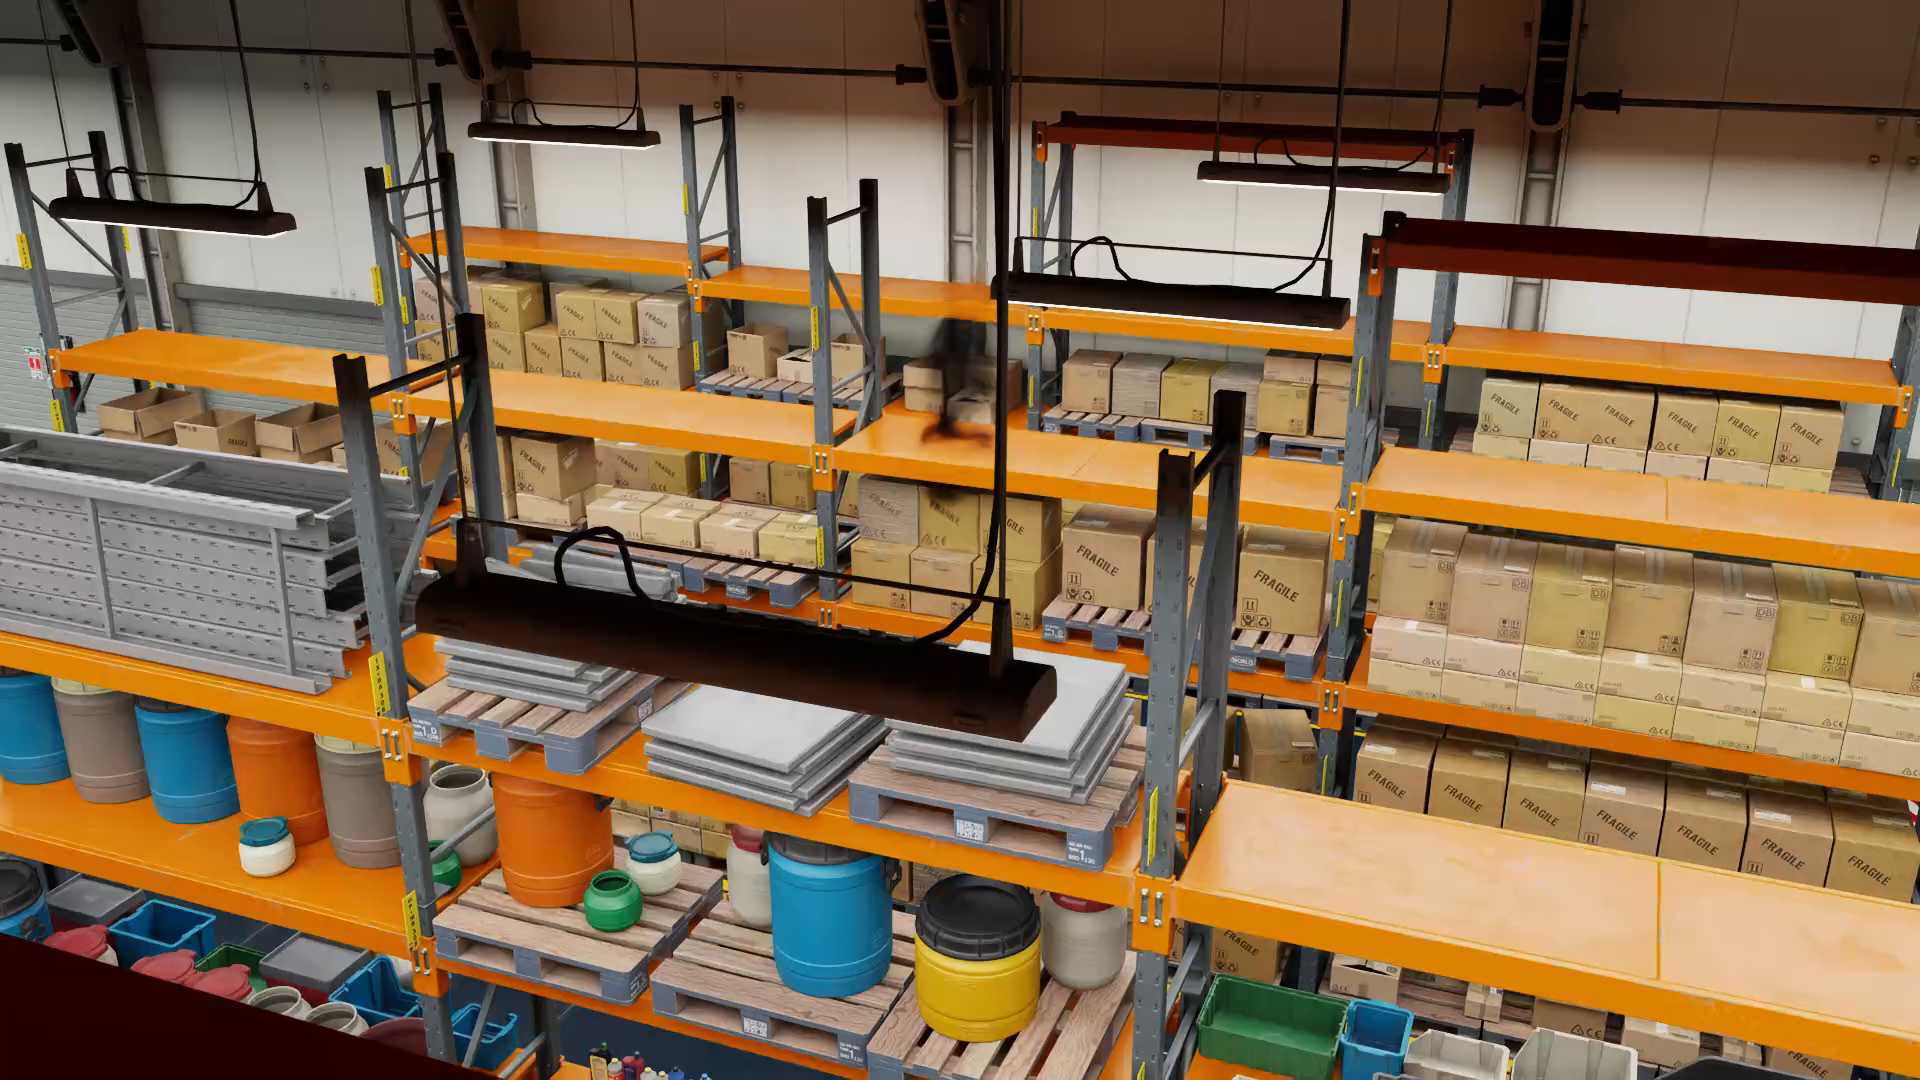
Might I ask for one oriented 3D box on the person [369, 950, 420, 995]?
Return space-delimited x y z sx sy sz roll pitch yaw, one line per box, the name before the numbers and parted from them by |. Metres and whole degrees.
person | -4.100 3.131 12.026 0.910 1.505 0.607 9 23 22
